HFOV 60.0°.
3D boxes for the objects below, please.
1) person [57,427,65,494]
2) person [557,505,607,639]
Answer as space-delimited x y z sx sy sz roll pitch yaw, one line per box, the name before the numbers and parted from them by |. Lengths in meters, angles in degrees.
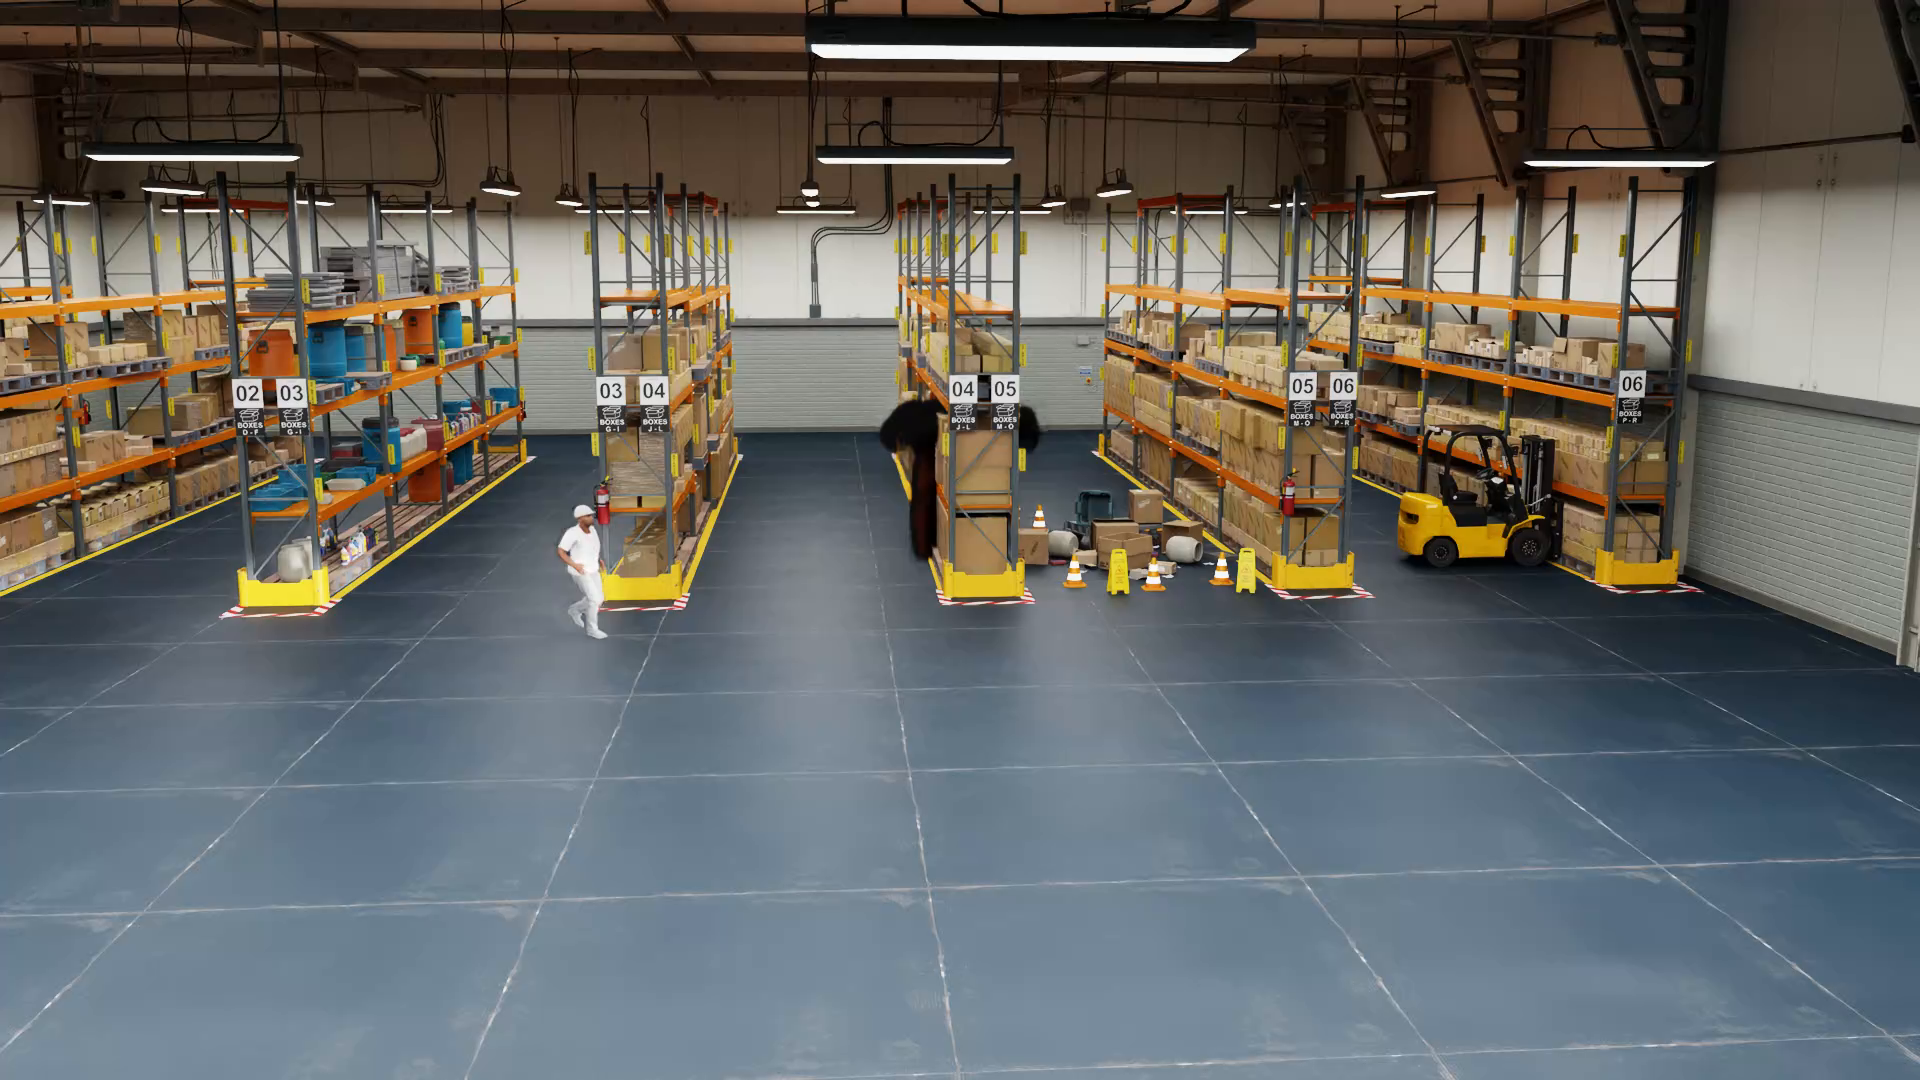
person | -18.287 -1.685 33.564 0.680 1.619 0.886 -1 10 -8
person | -4.897 0.407 21.457 0.663 1.738 0.737 5 11 24
